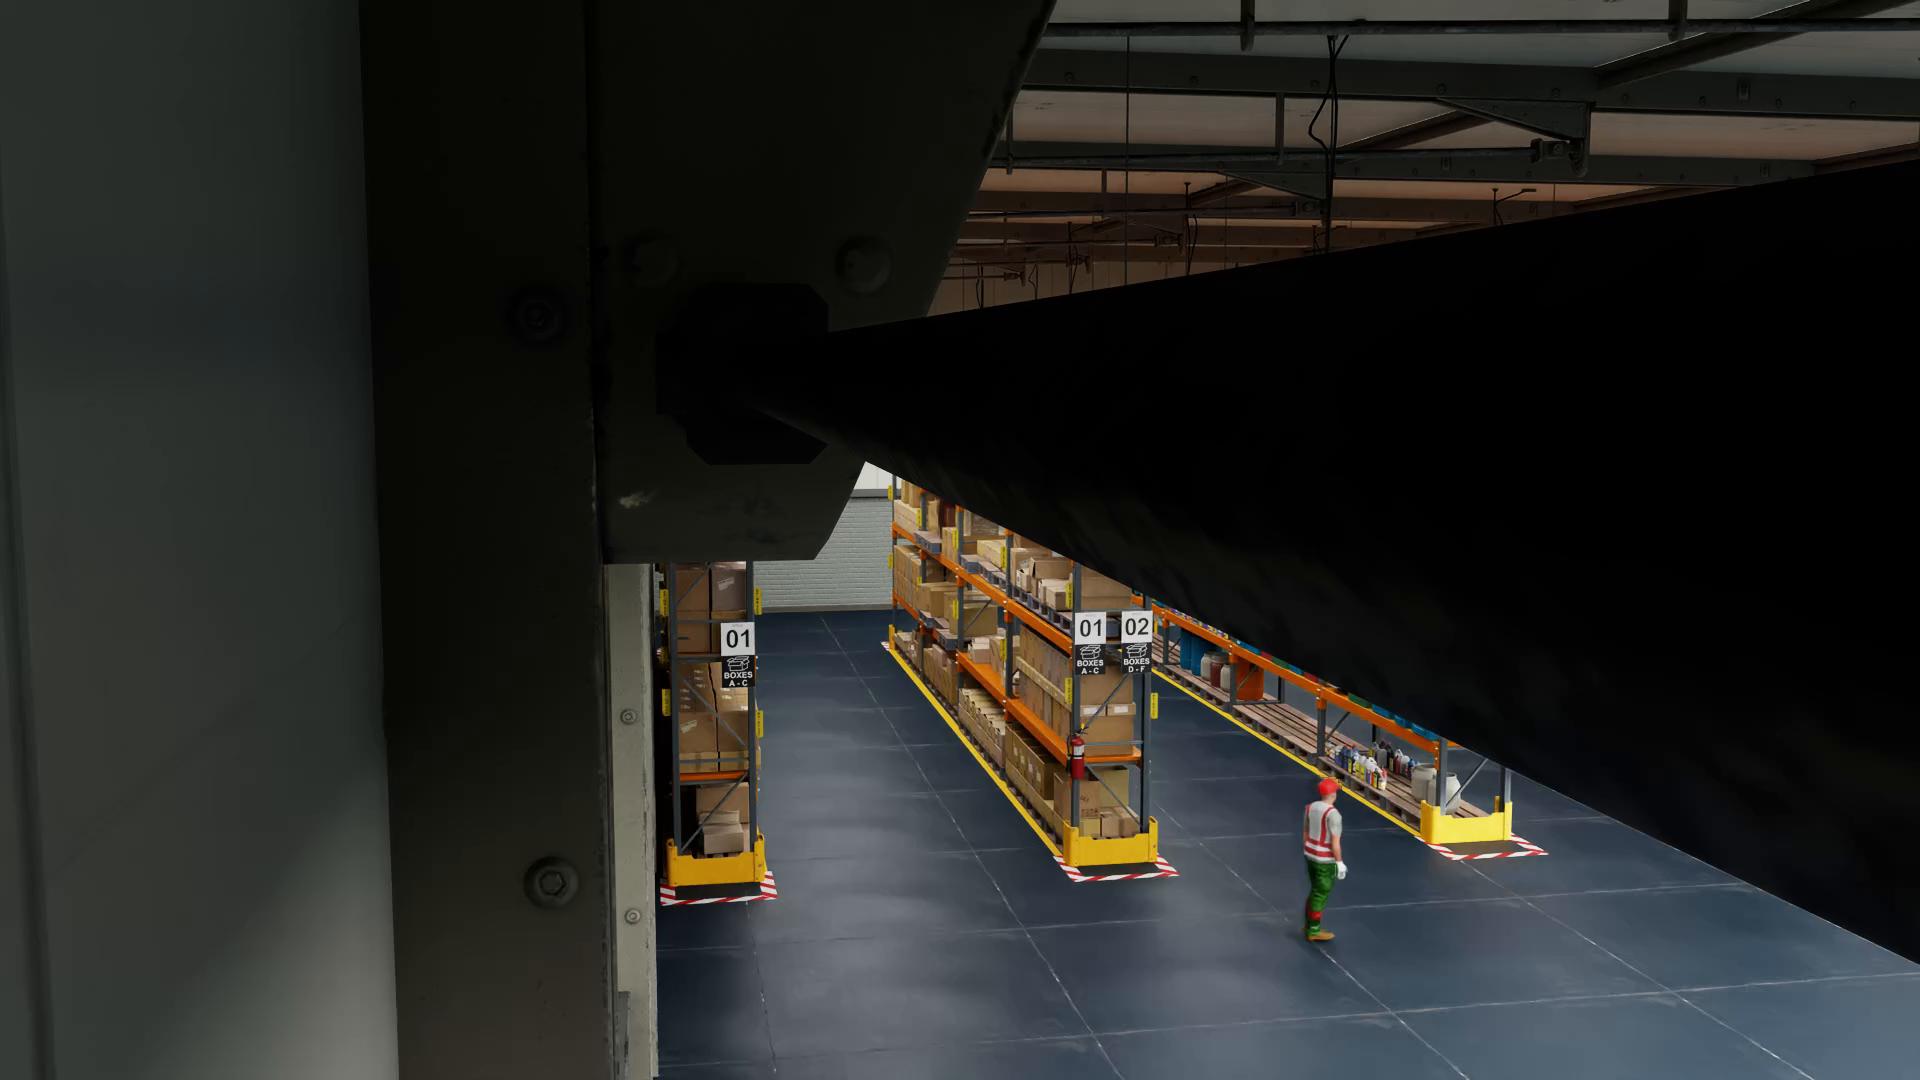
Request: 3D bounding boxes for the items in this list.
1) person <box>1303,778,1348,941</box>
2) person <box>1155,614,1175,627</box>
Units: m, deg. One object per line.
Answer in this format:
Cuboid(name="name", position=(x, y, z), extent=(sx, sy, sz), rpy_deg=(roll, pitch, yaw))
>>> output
Cuboid(name="person", position=(3.979, 3.503, 18.180), extent=(0.421, 1.817, 0.645), rpy_deg=(-3, 7, -23))
Cuboid(name="person", position=(4.857, 1.212, 39.640), extent=(0.511, 1.694, 0.391), rpy_deg=(-2, 7, -21))
